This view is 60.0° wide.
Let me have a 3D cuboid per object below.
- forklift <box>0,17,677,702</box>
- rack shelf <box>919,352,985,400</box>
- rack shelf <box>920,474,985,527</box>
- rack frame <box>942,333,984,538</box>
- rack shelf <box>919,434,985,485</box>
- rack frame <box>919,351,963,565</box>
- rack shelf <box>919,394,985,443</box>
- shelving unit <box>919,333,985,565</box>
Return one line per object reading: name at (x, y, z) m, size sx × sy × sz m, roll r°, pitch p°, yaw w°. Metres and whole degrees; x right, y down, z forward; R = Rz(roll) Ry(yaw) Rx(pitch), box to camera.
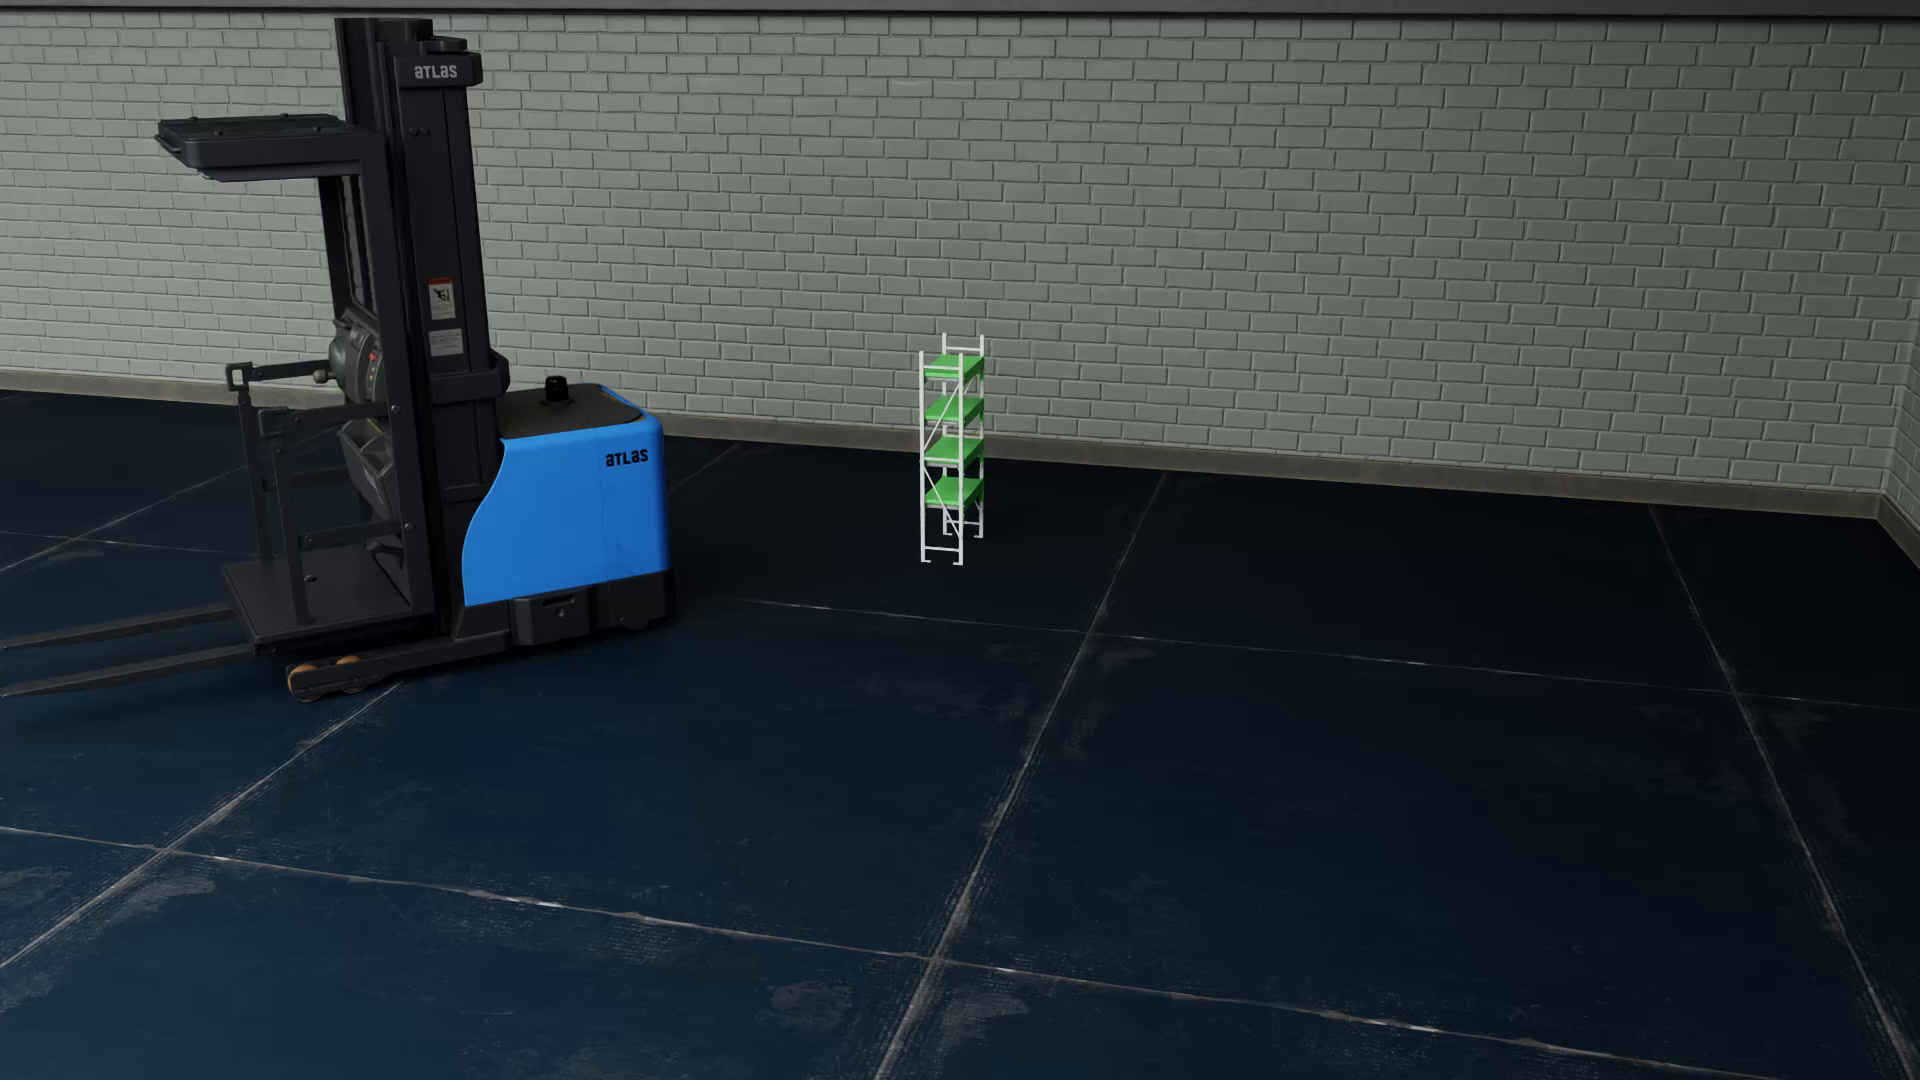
forklift at (-2.969, -0.848, 7.635) m, size 3.031 × 2.935 × 1.130 m, roll -11°, pitch 22°, yaw -28°
rack shelf at (-0.040, -0.910, 9.207) m, size 0.258 × 0.148 × 0.480 m, roll 5°, pitch 19°, yaw 13°
rack shelf at (-0.040, -0.228, 9.440) m, size 0.258 × 0.148 × 0.480 m, roll 5°, pitch 19°, yaw 13°
rack frame at (0.019, -0.592, 9.566) m, size 0.240 × 1.200 × 0.015 m, roll 5°, pitch 19°, yaw 13°
rack shelf at (-0.040, -0.455, 9.362) m, size 0.258 × 0.148 × 0.480 m, roll 5°, pitch 19°, yaw 13°
rack frame at (-0.100, -0.439, 9.118) m, size 0.240 × 1.200 × 0.015 m, roll 5°, pitch 19°, yaw 13°
rack shelf at (-0.040, -0.683, 9.285) m, size 0.258 × 0.148 × 0.480 m, roll 5°, pitch 19°, yaw 13°
shelving unit at (-0.040, -0.516, 9.342) m, size 0.258 × 1.200 × 0.503 m, roll 5°, pitch 19°, yaw 13°
